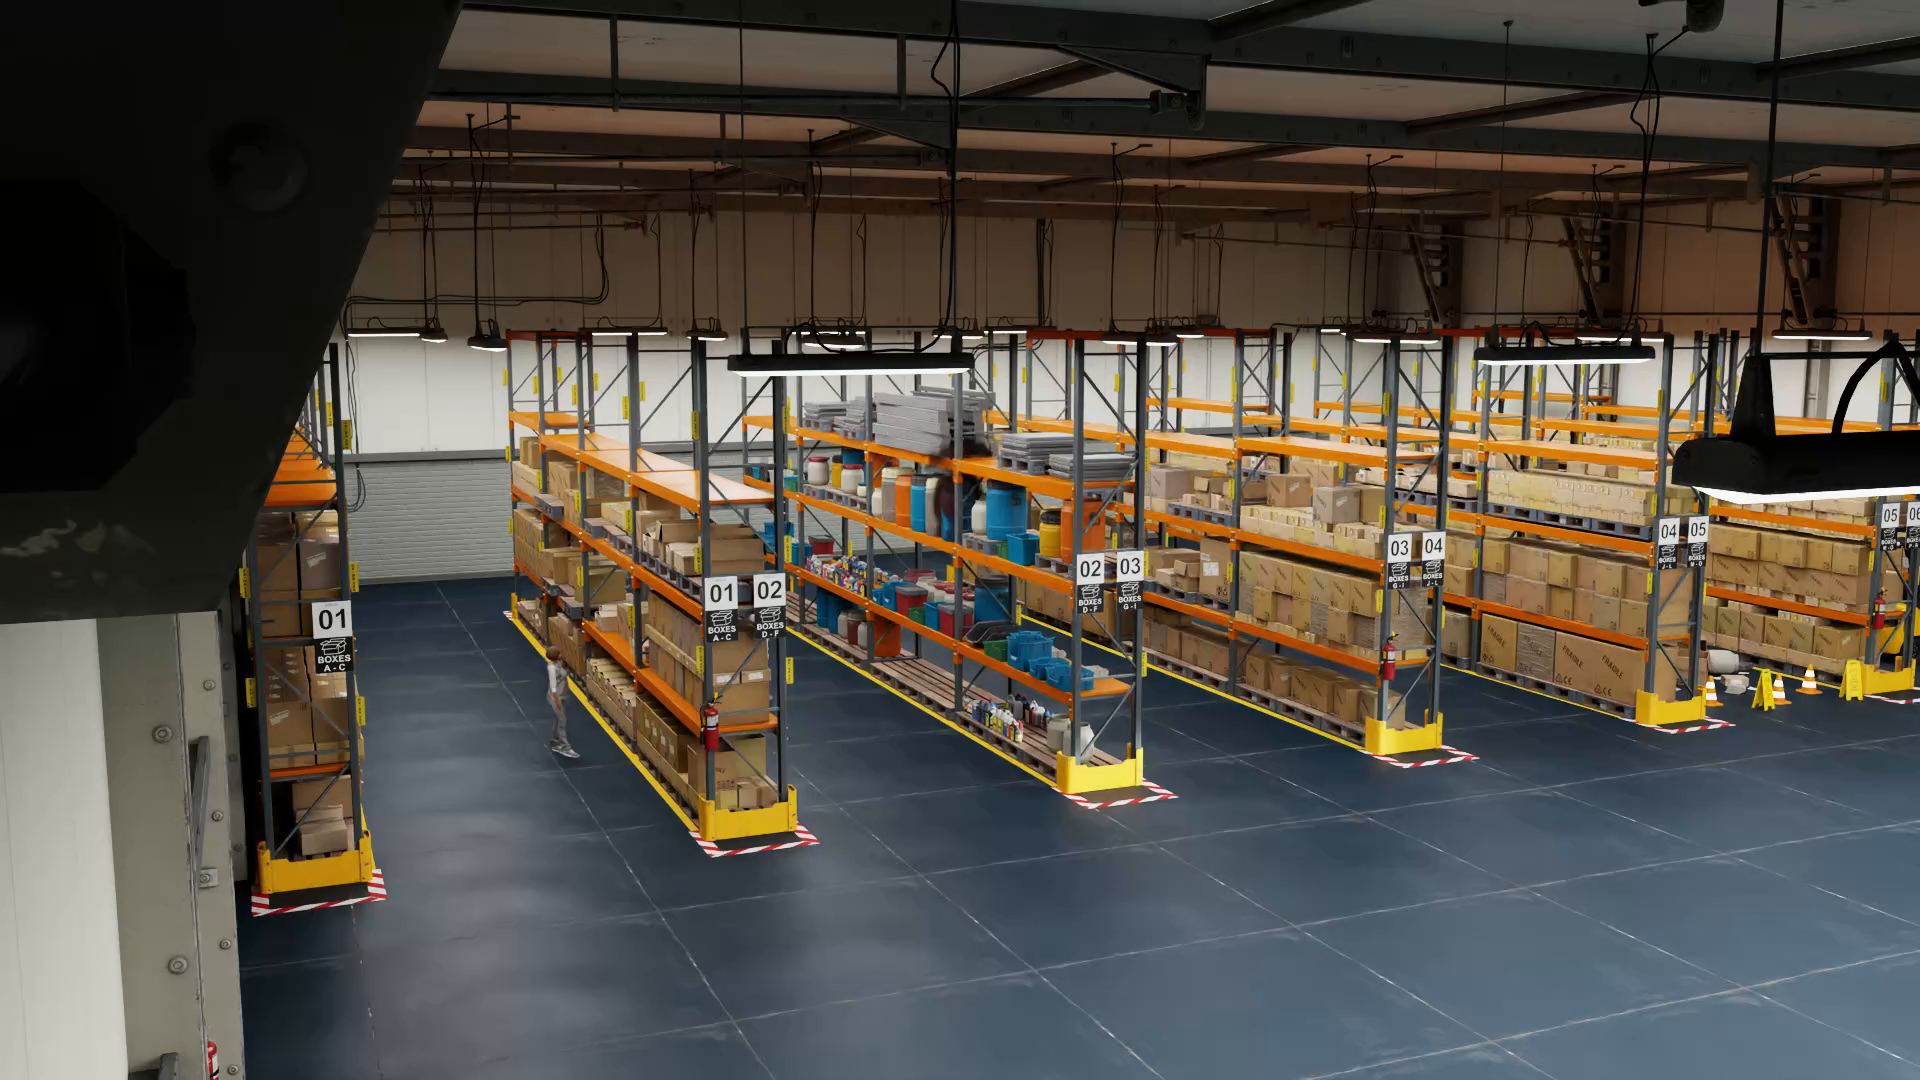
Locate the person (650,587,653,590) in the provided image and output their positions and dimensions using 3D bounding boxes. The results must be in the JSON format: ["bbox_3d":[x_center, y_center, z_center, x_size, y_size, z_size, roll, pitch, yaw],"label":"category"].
[{"bbox_3d":[-6.494,0.601,35.786,0.568,1.773,0.562,3,8,20],"label":"person"}]

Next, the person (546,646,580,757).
[{"bbox_3d":[-5.696,2.308,23.982,0.549,1.599,0.446,2,8,12],"label":"person"}]

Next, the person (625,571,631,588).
[{"bbox_3d":[-7.331,0.290,38.160,1.061,1.746,0.695,-1,8,-5],"label":"person"}]

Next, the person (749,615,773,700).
[{"bbox_3d":[-3.259,1.791,27.151,0.376,1.675,0.536,-4,9,-29],"label":"person"}]
